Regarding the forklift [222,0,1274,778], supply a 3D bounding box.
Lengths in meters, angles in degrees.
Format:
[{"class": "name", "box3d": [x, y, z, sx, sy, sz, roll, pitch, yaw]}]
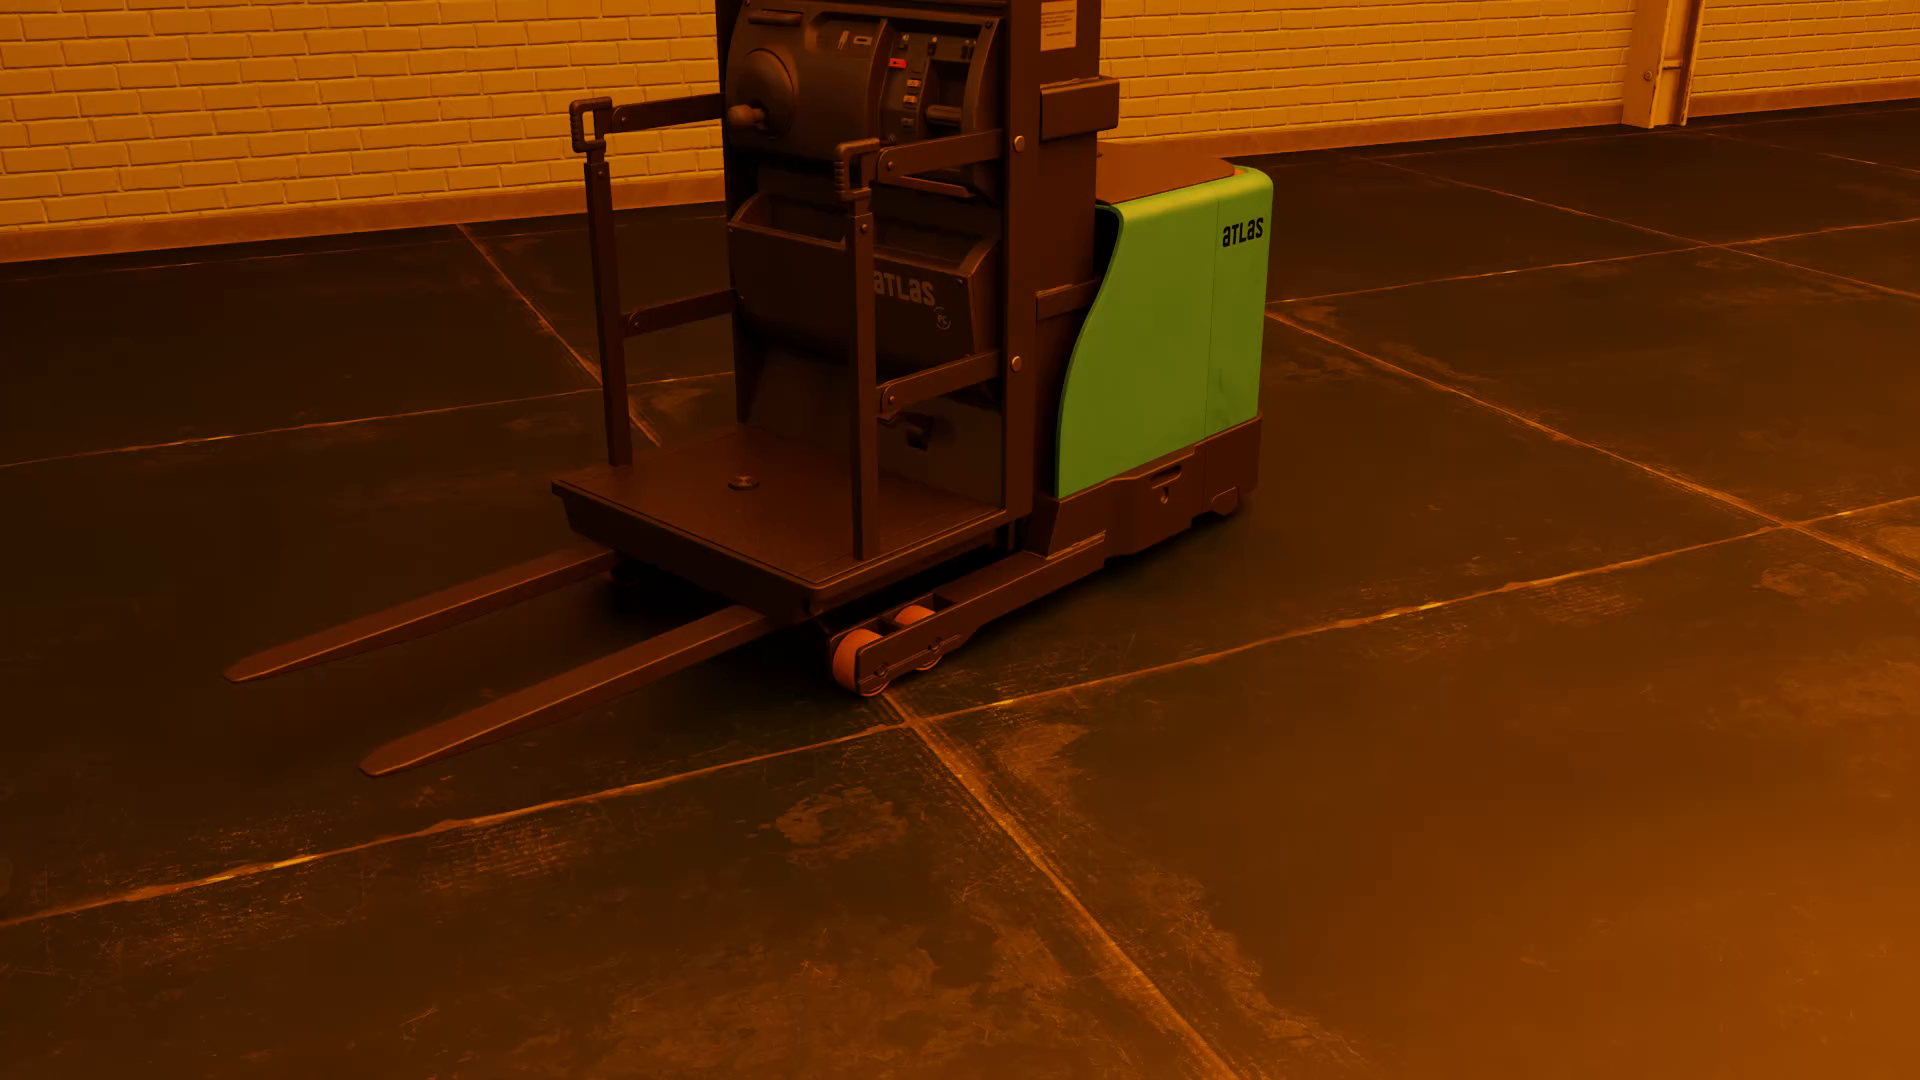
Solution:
[{"class": "forklift", "box3d": [-0.413, -1.182, 4.131, 1.130, 2.935, 3.031, 19, 29, 39]}]
